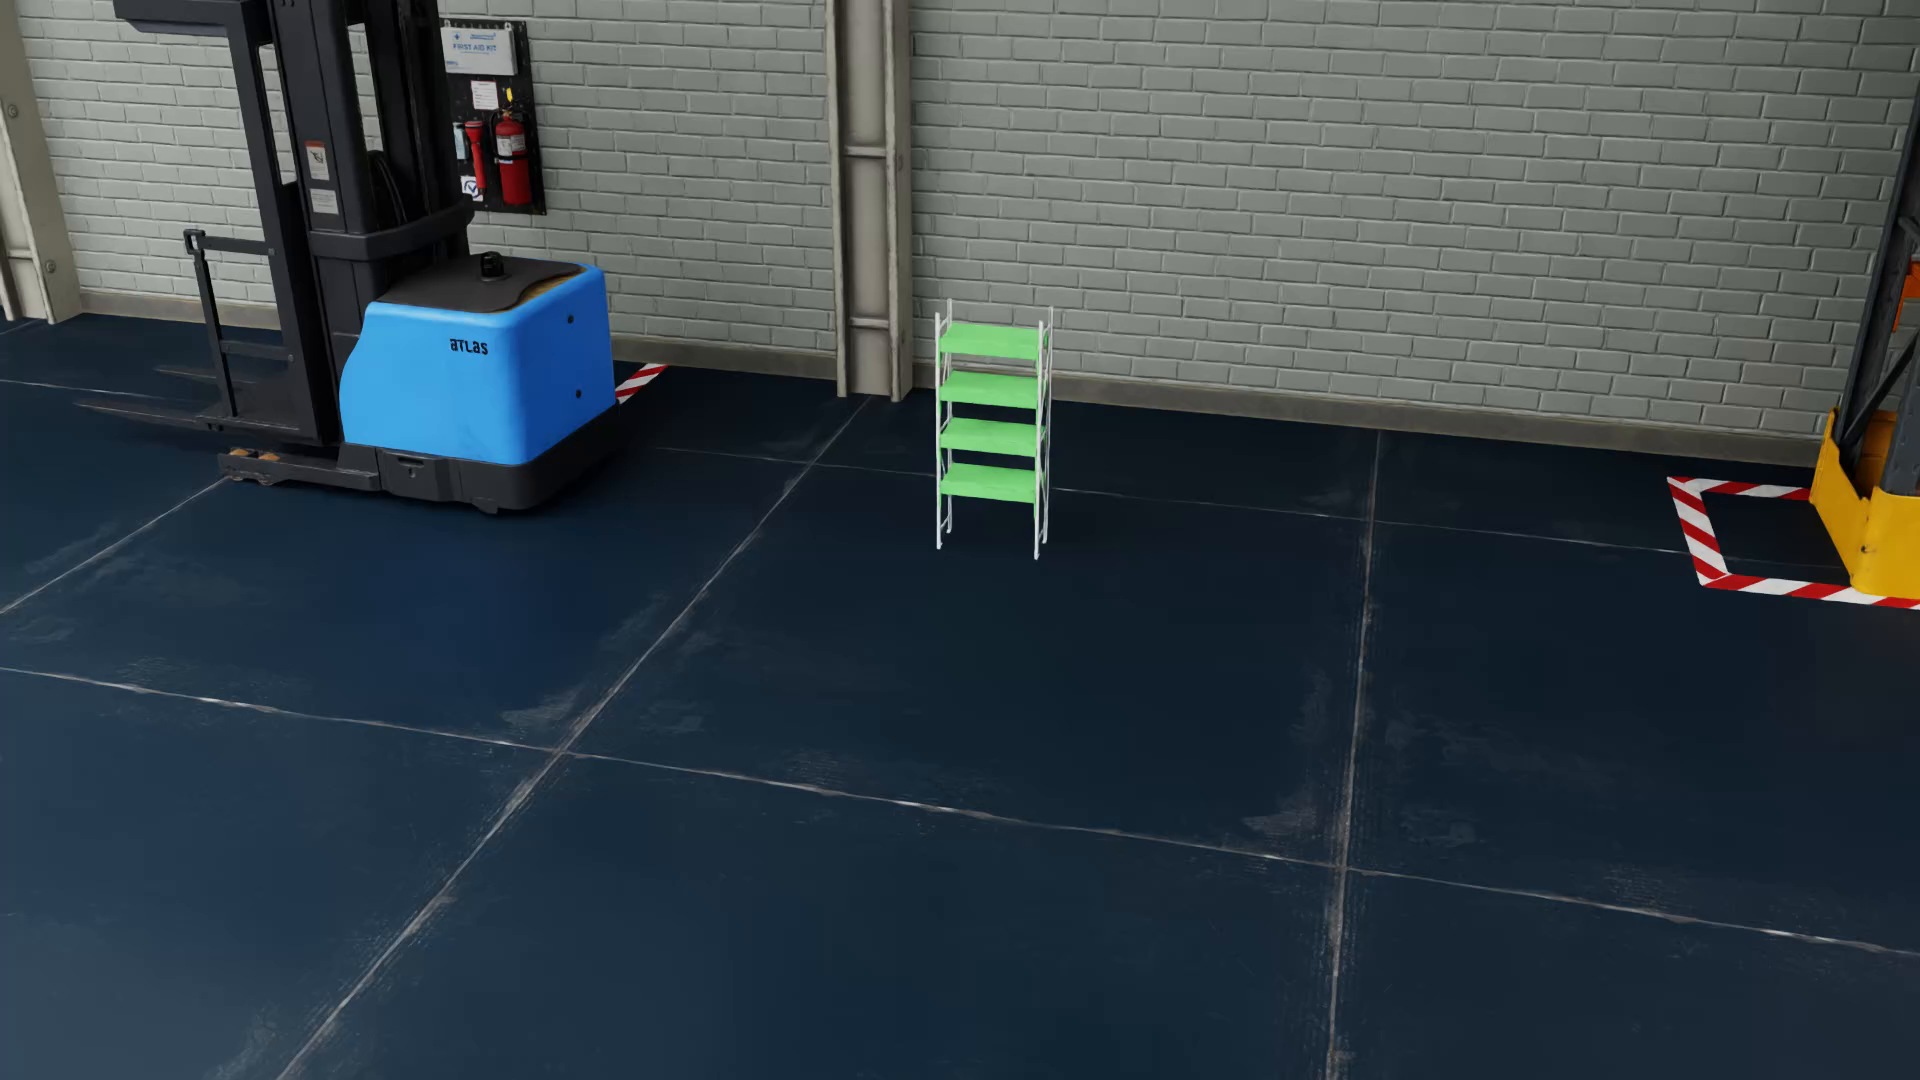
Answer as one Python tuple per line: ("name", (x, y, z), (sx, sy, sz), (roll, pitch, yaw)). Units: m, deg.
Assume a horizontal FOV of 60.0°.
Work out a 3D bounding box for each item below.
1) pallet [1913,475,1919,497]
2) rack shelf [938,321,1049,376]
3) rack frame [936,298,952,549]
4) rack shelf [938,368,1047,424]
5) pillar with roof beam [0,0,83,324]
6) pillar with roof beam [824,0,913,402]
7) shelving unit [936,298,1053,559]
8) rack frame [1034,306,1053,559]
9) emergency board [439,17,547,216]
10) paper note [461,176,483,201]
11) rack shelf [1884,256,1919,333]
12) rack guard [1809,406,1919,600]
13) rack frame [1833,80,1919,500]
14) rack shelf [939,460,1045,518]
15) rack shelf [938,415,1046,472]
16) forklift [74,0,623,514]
("pallet", (5.254, 0.029, 7.944), (1.213, 0.211, 1.003), (6, 26, 13))
("rack shelf", (0.160, -0.900, 7.776), (0.480, 0.148, 0.258), (6, 26, 13))
("rack frame", (-0.076, -0.550, 8.010), (0.015, 1.200, 0.240), (6, 26, 13))
("rack shelf", (0.160, -0.683, 7.879), (0.480, 0.148, 0.258), (6, 26, 13))
("pillar with roof beam", (-7.398, -3.826, 5.818), (0.400, 9.000, 9.100), (6, 26, 13))
("pillar with roof beam", (-1.587, -3.184, 4.469), (0.400, 9.000, 9.100), (6, 26, 13))
("shelving unit", (0.160, -0.524, 7.955), (0.503, 1.200, 0.258), (6, 26, 13))
("rack frame", (0.397, -0.498, 7.900), (0.015, 1.200, 0.240), (6, 26, 13))
("emergency board", (-2.899, -2.548, 10.112), (0.643, 1.169, 0.194), (6, 26, 13))
("paper note", (-3.053, -2.198, 10.402), (0.142, 0.148, 0.016), (6, 26, 13))
("rack shelf", (6.340, -0.801, 7.280), (4.000, 0.370, 1.077), (6, 26, 13))
("rack guard", (4.476, -0.203, 8.095), (0.348, 0.500, 1.175), (6, 26, 13))
("rack frame", (4.403, -1.340, 7.575), (0.127, 3.000, 1.000), (6, 26, 13))
("rack shelf", (0.160, -0.250, 8.085), (0.480, 0.148, 0.258), (6, 26, 13))
("rack shelf", (0.160, -0.466, 7.982), (0.480, 0.148, 0.258), (6, 26, 13))
("forklift", (-3.442, -1.819, 8.661), (3.031, 2.935, 1.130), (8, 27, 17))
